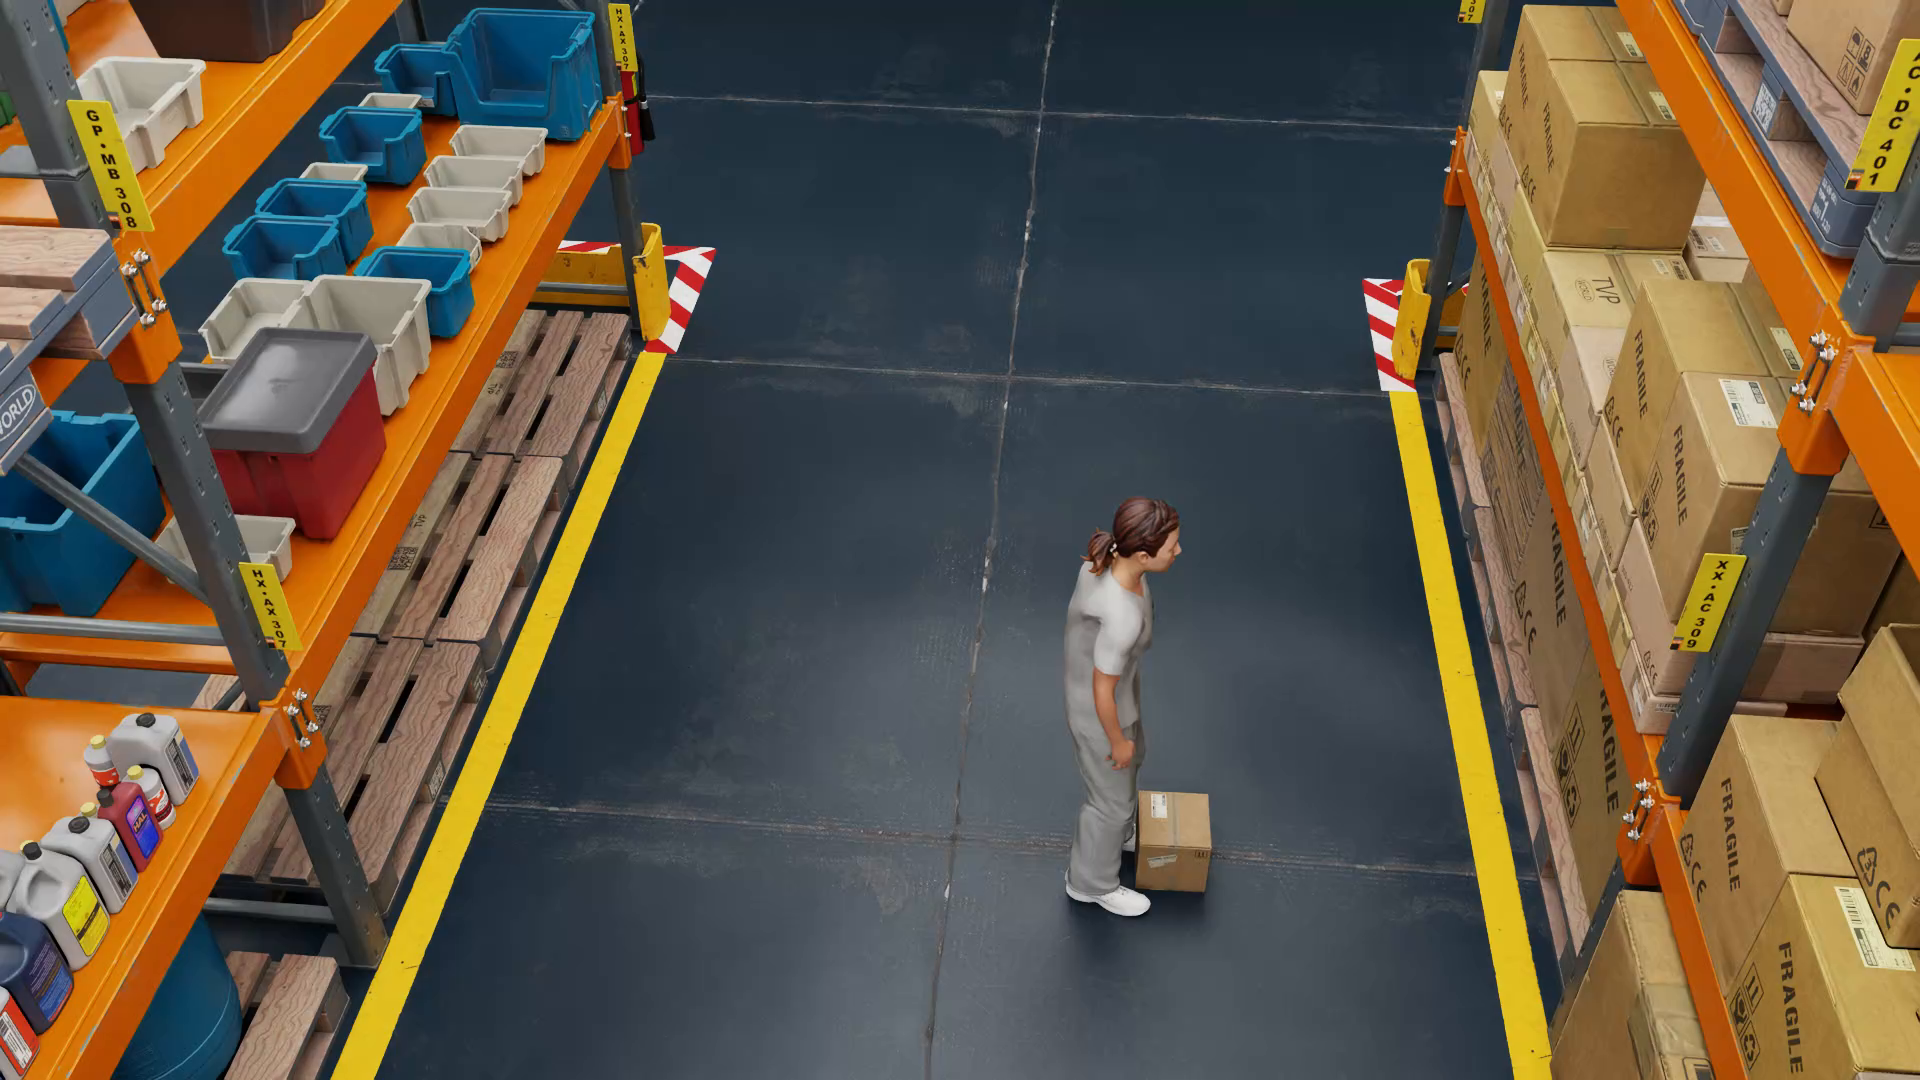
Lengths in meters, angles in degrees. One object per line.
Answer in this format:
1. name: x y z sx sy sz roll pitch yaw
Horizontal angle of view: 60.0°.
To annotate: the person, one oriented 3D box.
1. person: 0.537 0.535 5.524 0.407 1.673 0.485 3 40 4
